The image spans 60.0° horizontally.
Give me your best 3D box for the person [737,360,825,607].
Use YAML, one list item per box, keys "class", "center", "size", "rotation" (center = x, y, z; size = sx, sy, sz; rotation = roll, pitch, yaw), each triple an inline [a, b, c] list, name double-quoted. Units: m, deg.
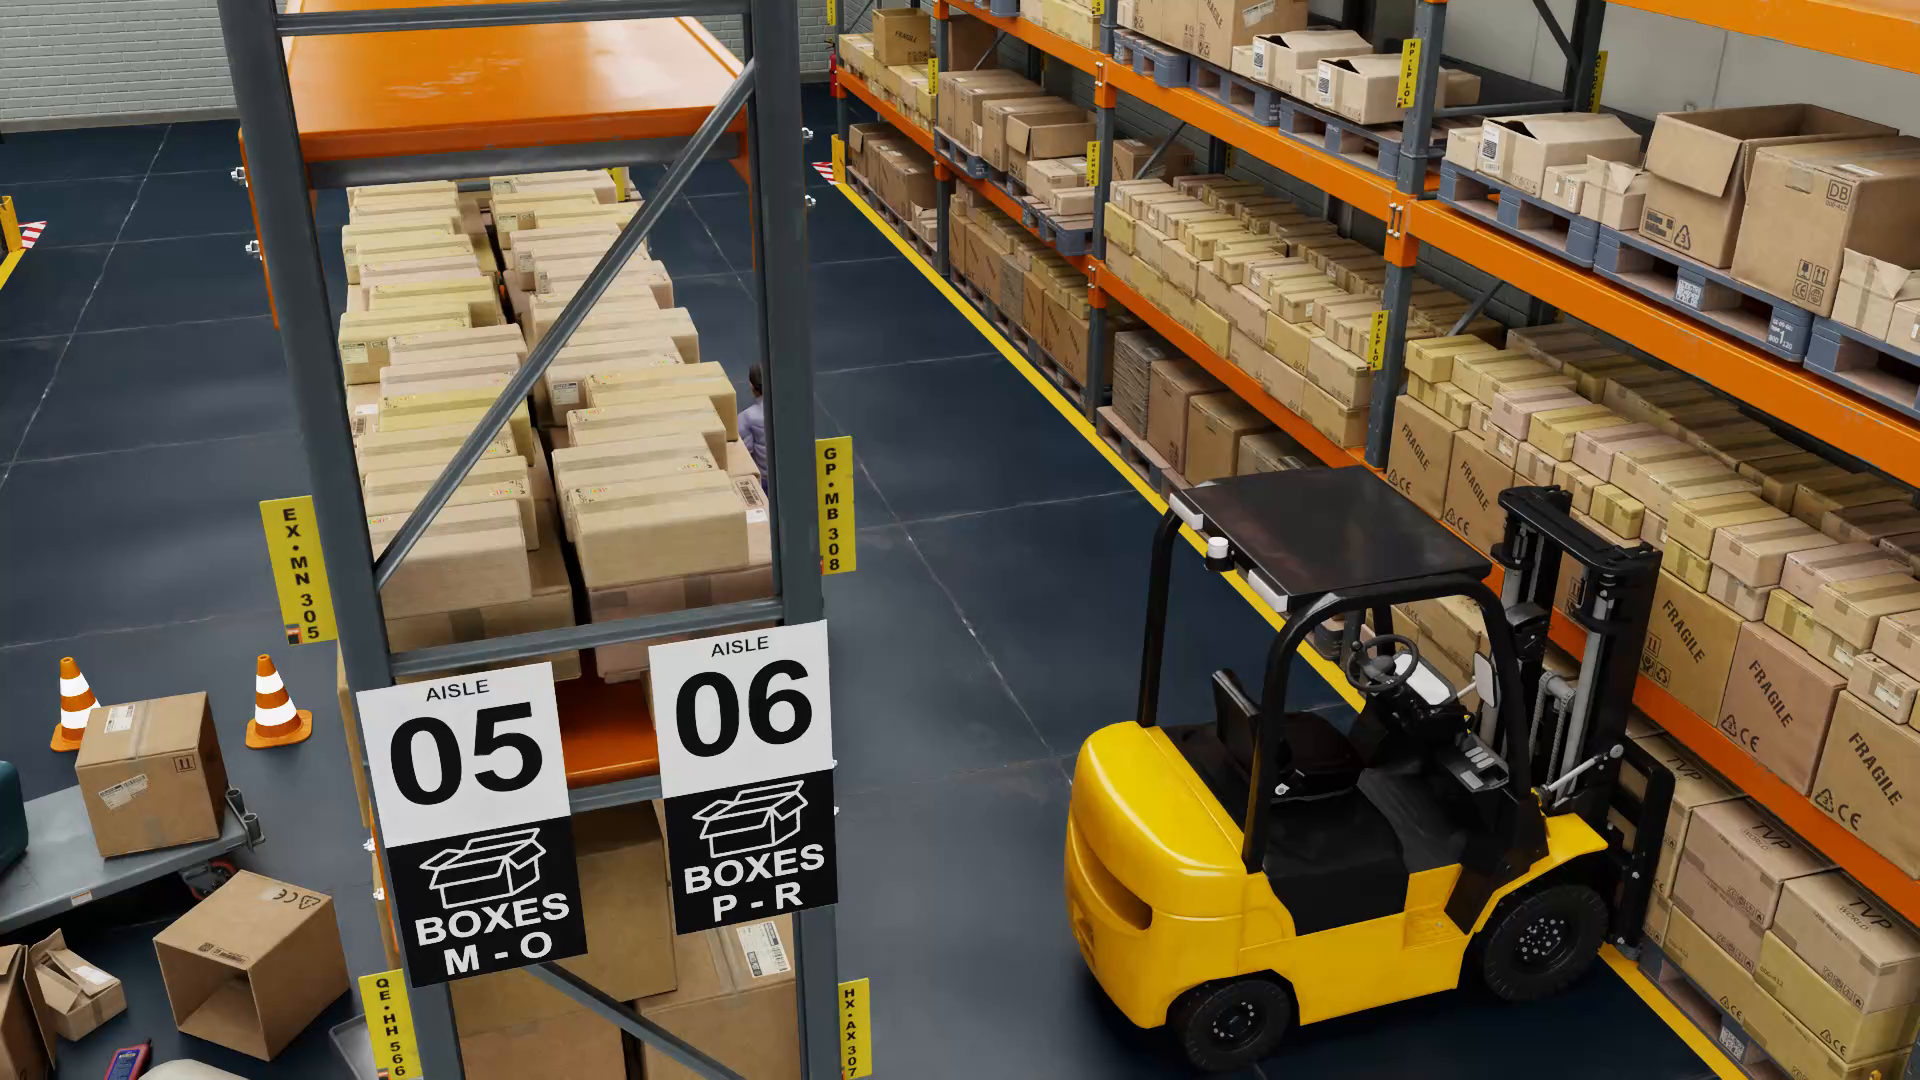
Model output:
- class: "person"
  center: [-1.091, -0.284, 9.932]
  size: [0.556, 1.647, 0.425]
  rotation: [-10, 28, -19]
